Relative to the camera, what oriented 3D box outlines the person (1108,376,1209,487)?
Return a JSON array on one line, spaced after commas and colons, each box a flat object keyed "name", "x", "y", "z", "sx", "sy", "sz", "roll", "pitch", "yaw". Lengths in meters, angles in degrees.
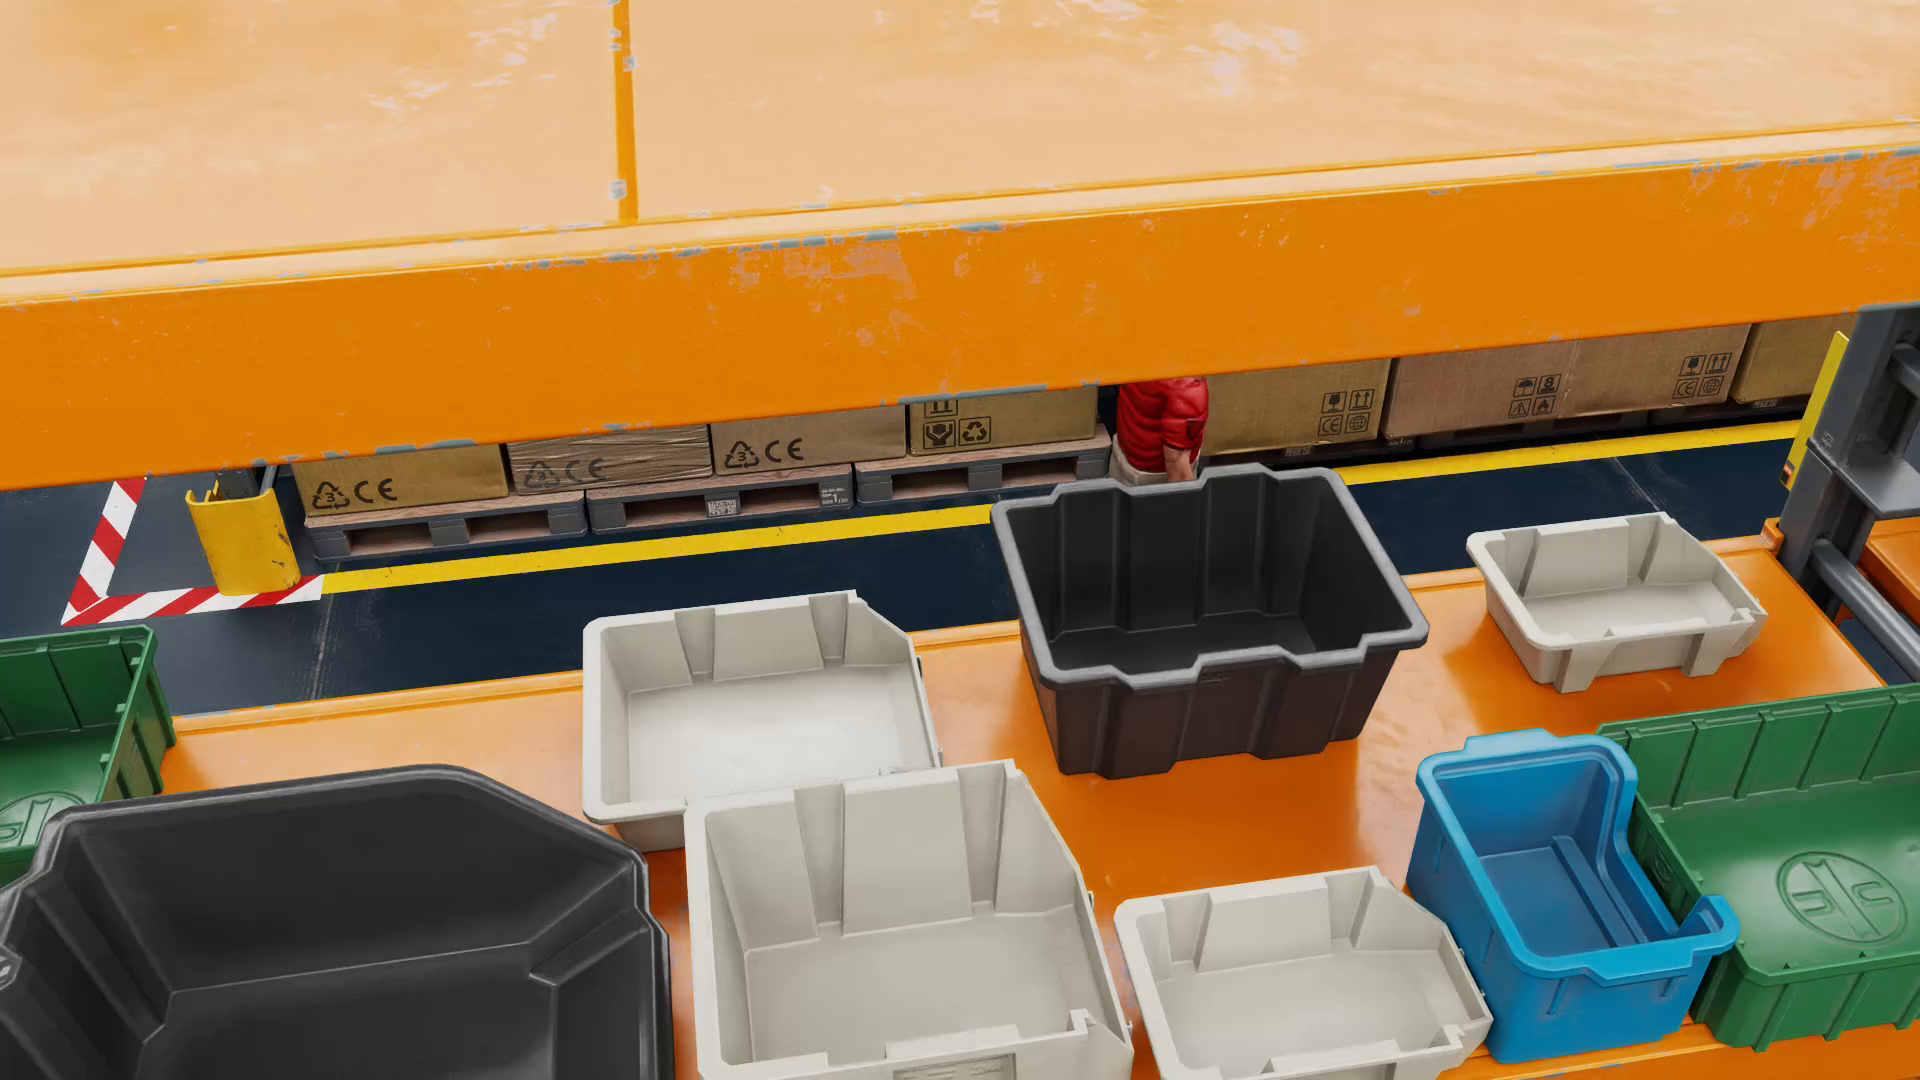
[{"name": "person", "x": 0.794, "y": -0.227, "z": 6.451, "sx": 0.393, "sy": 1.726, "sz": 0.593, "roll": -8, "pitch": 39, "yaw": -10}]
